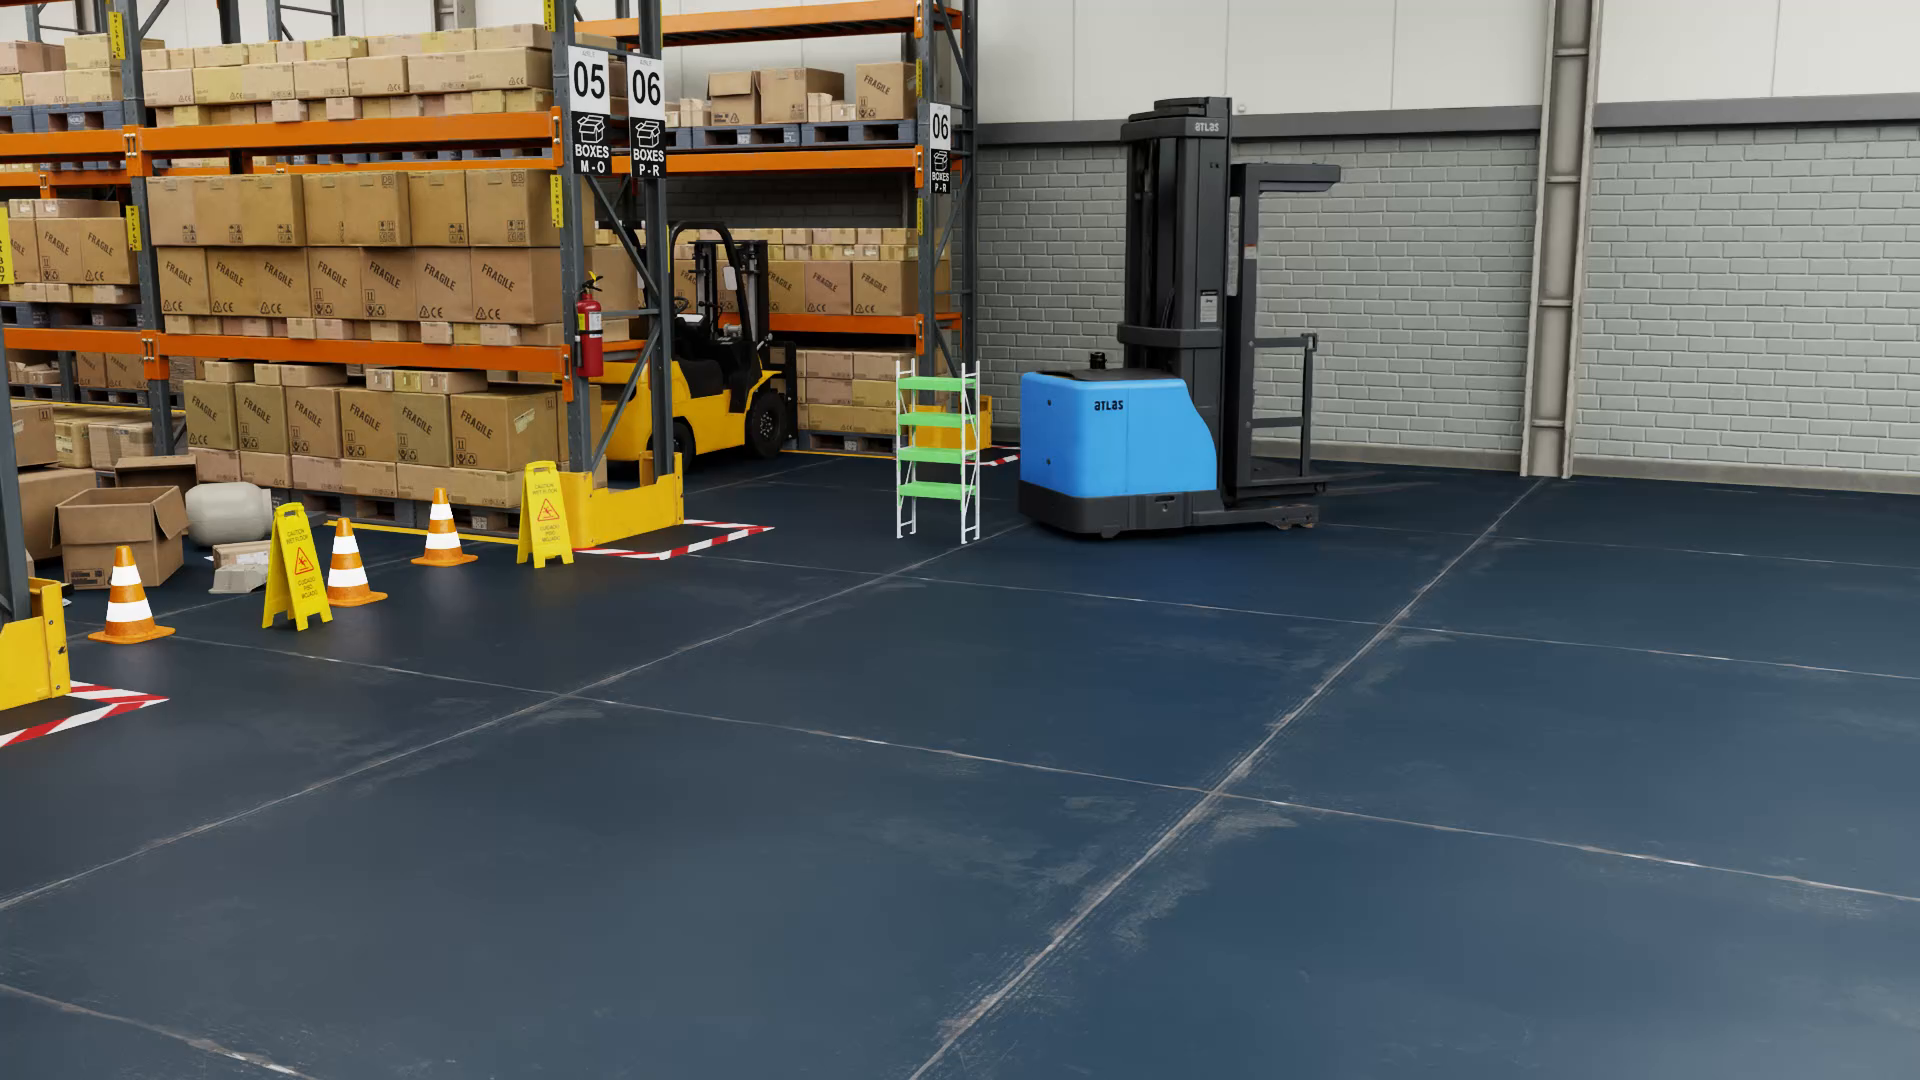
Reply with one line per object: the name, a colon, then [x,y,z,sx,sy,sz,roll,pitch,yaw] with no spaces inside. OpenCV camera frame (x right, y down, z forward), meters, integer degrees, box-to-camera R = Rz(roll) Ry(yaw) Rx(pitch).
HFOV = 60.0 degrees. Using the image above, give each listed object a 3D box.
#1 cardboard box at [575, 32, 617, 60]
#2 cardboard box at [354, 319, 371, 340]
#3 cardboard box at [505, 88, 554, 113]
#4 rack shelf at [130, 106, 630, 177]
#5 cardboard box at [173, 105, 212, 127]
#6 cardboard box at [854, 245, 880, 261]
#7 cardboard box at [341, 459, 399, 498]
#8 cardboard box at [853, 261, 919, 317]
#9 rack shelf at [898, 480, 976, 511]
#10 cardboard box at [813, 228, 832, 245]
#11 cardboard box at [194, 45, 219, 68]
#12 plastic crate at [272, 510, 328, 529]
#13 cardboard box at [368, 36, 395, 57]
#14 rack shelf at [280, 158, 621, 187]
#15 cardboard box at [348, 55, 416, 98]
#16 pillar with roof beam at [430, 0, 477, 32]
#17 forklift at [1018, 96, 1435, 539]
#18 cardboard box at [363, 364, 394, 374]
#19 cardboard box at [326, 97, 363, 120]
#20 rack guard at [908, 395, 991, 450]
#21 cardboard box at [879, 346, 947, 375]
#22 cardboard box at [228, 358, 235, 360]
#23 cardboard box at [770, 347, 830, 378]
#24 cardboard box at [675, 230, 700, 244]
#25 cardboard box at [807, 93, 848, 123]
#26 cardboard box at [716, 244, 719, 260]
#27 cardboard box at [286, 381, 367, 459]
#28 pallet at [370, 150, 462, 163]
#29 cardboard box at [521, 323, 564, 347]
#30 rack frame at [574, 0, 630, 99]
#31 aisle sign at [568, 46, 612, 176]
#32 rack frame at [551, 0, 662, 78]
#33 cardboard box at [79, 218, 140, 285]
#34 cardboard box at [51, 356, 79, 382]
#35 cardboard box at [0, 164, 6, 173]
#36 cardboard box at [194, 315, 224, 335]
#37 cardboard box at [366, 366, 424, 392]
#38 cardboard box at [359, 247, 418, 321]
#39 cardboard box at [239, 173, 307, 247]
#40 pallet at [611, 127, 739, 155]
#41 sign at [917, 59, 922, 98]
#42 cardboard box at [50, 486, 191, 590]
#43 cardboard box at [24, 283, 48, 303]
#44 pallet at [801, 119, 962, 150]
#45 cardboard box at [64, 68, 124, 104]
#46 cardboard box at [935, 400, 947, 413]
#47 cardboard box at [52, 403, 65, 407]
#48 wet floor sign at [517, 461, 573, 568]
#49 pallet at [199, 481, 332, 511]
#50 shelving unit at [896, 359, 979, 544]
cardboard box: [-2.528,-3.322,11.207,0.250,0.149,0.380,5,11,25]
cardboard box: [-4.092,-1.512,11.867,0.250,0.149,0.380,5,11,26]
cardboard box: [-2.743,-2.853,10.852,0.250,0.149,0.380,5,11,26]
rack shelf: [-4.093,-2.796,11.856,4.000,0.370,1.077,5,11,26]
cardboard box: [-5.506,-3.091,12.167,0.250,0.149,0.380,5,11,26]
cardboard box: [-0.784,-2.676,15.492,0.250,0.149,0.380,5,12,27]
cardboard box: [-4.076,-0.474,11.966,0.500,0.250,0.500,5,11,24]
cardboard box: [-0.664,-2.356,15.544,0.500,0.500,0.500,5,11,25]
rack shelf: [-0.148,-0.304,11.250,0.480,0.148,0.258,5,11,26]
cardboard box: [-1.193,-2.881,15.791,0.250,0.149,0.380,5,11,26]
cardboard box: [-5.269,-3.462,11.979,0.250,0.149,0.380,5,11,24]
plastic crate: [-4.841,-0.141,11.783,0.583,0.080,0.402,1,10,6]
cardboard box: [-3.828,-3.358,11.406,0.250,0.149,0.380,5,11,24]
rack shelf: [-5.487,-3.905,17.979,4.000,0.370,1.077,5,11,26]
cardboard box: [-3.795,-3.143,11.335,0.500,0.250,0.500,5,12,27]
pillar with roof beam: [-7.617,-5.246,14.948,0.400,9.000,9.100,5,11,26]
forklift: [1.984,-1.596,11.819,3.031,2.935,1.130,-4,11,-22]
cardboard box: [-6.138,-1.877,18.666,0.625,0.625,0.875,5,12,28]
cardboard box: [-4.140,-2.967,11.481,0.250,0.149,0.380,5,11,25]
rack guard: [-0.085,-1.078,15.782,0.348,0.500,1.175,5,11,26]
cardboard box: [-0.454,-1.724,16.065,0.500,0.250,0.500,5,11,25]
cardboard box: [-8.199,-1.957,19.460,0.500,0.500,0.500,5,11,25]
cardboard box: [-1.575,-1.719,16.042,0.500,0.250,0.500,5,11,27]
cardboard box: [-2.602,-2.990,16.389,0.250,0.149,0.380,5,11,25]
cardboard box: [-1.211,-4.012,15.472,0.258,0.266,0.396,5,11,26]
cardboard box: [-2.389,-2.821,16.291,0.250,0.149,0.380,5,11,24]
cardboard box: [-4.527,-0.884,12.125,0.500,0.500,0.500,6,12,29]
pallet: [-5.628,-4.196,18.102,1.213,0.211,1.003,6,12,28]
cardboard box: [-2.729,-1.388,11.185,0.250,0.149,0.380,5,12,28]
rack frame: [-3.693,-5.577,16.777,0.127,3.000,1.000,5,11,26]
aisle sign: [-2.372,-2.745,10.674,0.004,0.787,0.394,5,11,26]
rack frame: [-2.299,-4.469,10.654,0.127,3.000,1.000,5,11,26]
cardboard box: [-6.402,-2.234,12.856,0.500,0.500,0.500,5,11,25]
cardboard box: [-11.356,-2.229,21.493,0.500,0.311,0.500,5,12,28]
cardboard box: [-11.776,-4.631,20.680,0.250,0.149,0.380,5,12,28]
cardboard box: [-5.496,-1.621,12.468,0.250,0.149,0.380,5,12,27]
cardboard box: [-3.952,-1.140,11.719,0.250,0.149,0.380,6,12,28]
cardboard box: [-3.802,-1.791,11.589,0.500,0.500,0.500,5,11,26]
cardboard box: [-4.701,-2.363,11.938,0.500,0.500,0.700,5,11,25]
pallet: [-2.917,-3.994,16.704,1.213,0.211,1.003,5,11,26]
sign: [-0.359,-4.097,14.758,0.005,0.325,0.100,5,11,26]
cardboard box: [-4.995,-0.022,9.941,0.637,0.503,0.797,-2,11,-14]
cardboard box: [-7.176,-1.969,13.214,0.250,0.149,0.380,5,11,26]
pallet: [-0.729,-3.802,15.642,1.213,0.211,1.003,5,11,26]
cardboard box: [-6.474,-3.464,12.765,0.500,0.250,0.500,5,11,25]
cardboard box: [-0.460,-1.233,16.164,0.500,0.250,0.500,5,11,26]
cardboard box: [-8.306,-0.958,14.299,0.625,0.372,0.950,5,11,25]
wet floor sign: [-2.602,-0.172,10.371,0.267,0.644,0.232,-10,14,-43]
pallet: [-5.269,-0.413,12.917,1.213,0.211,1.003,5,11,26]
shelving unit: [-0.148,-0.603,11.195,0.503,1.200,0.258,5,11,26]
